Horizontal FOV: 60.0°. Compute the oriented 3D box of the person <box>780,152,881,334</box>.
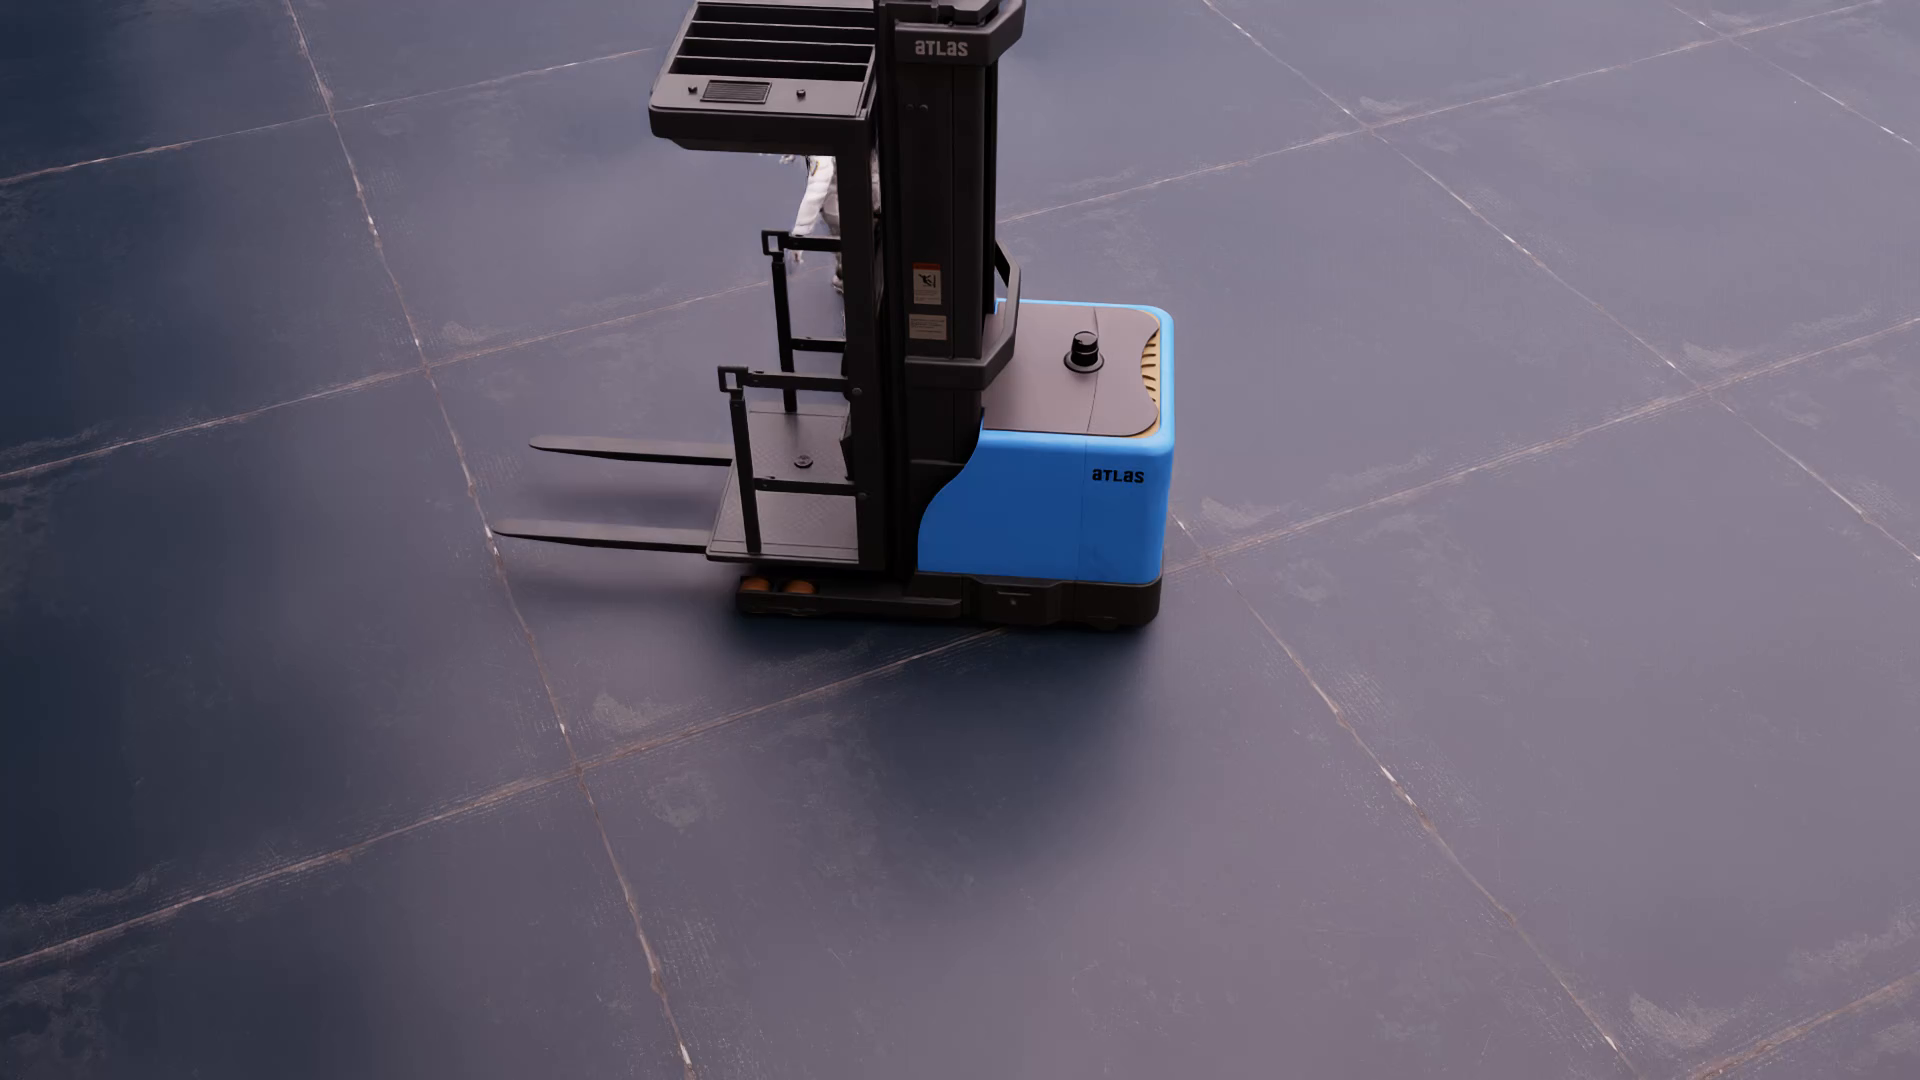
[{"bbox_3d":[-0.657,-1.758,8.704,0.580,1.447,0.861,-12,44,-12],"label":"person"}]

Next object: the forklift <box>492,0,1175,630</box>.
[{"bbox_3d":[-0.589,-1.085,6.843,3.031,2.935,1.130,3,43,4],"label":"forklift"}]
